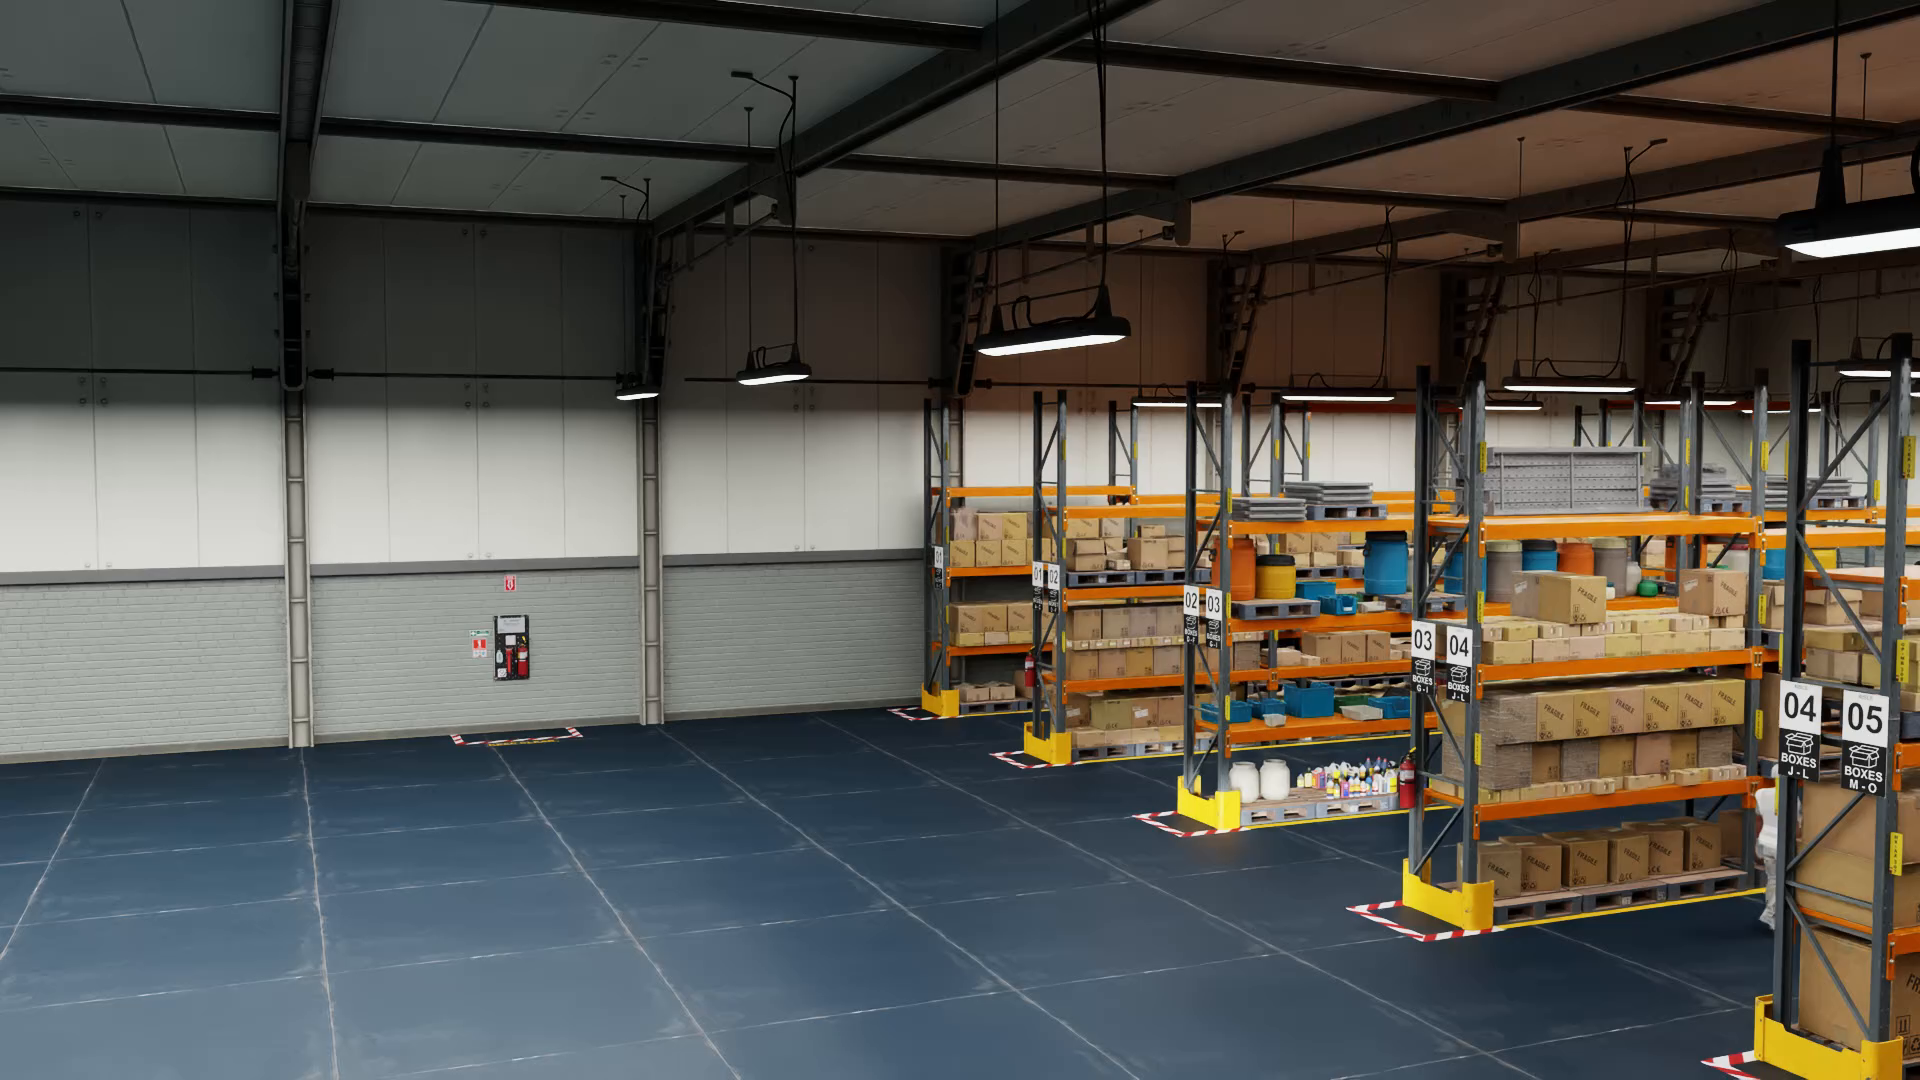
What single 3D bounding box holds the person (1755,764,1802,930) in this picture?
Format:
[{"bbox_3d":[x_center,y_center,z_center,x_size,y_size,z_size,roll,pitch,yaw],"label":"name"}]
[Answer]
[{"bbox_3d":[8.632,3.245,17.568,0.551,1.785,0.585,-1,4,-18],"label":"person"}]
